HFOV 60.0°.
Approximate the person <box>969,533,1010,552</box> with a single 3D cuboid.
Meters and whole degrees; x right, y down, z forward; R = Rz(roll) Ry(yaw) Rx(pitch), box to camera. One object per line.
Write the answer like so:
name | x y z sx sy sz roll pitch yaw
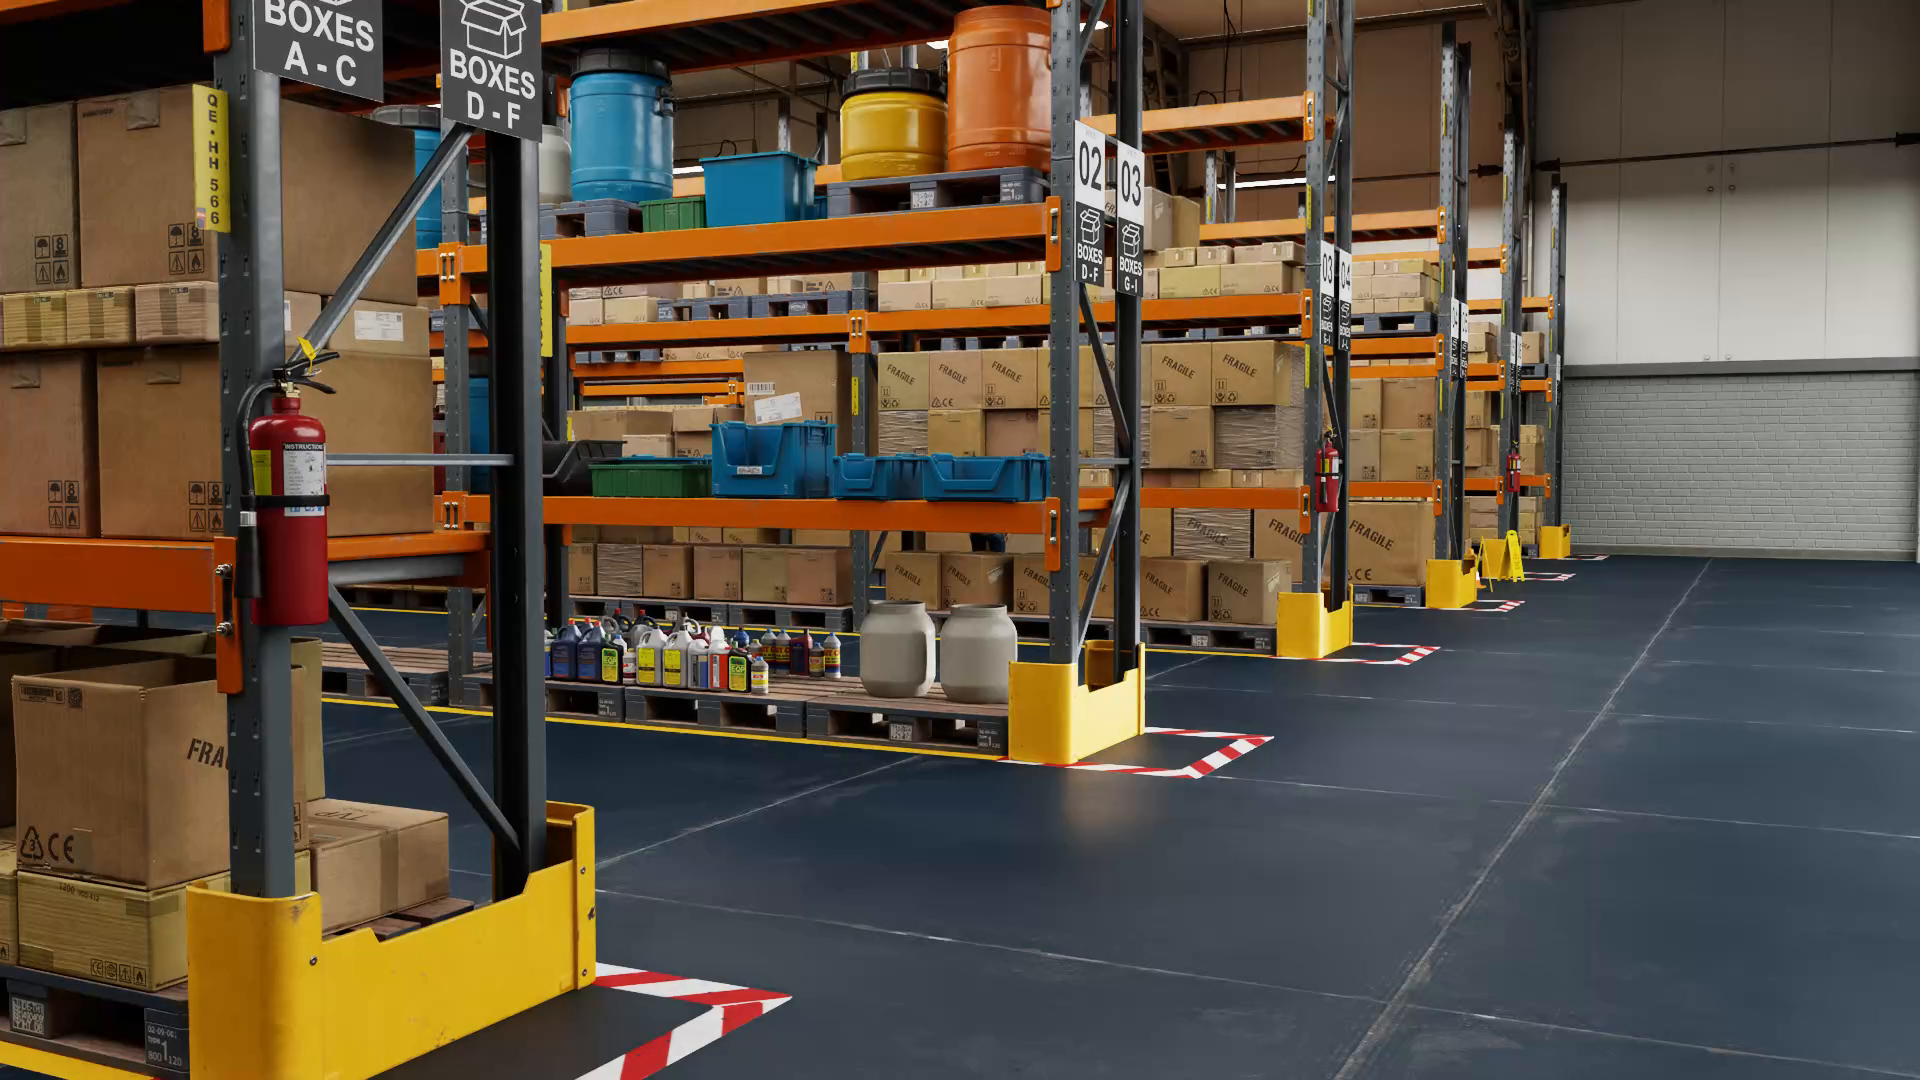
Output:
person | 0.282 -0.080 16.887 0.460 1.593 0.345 1 3 26
